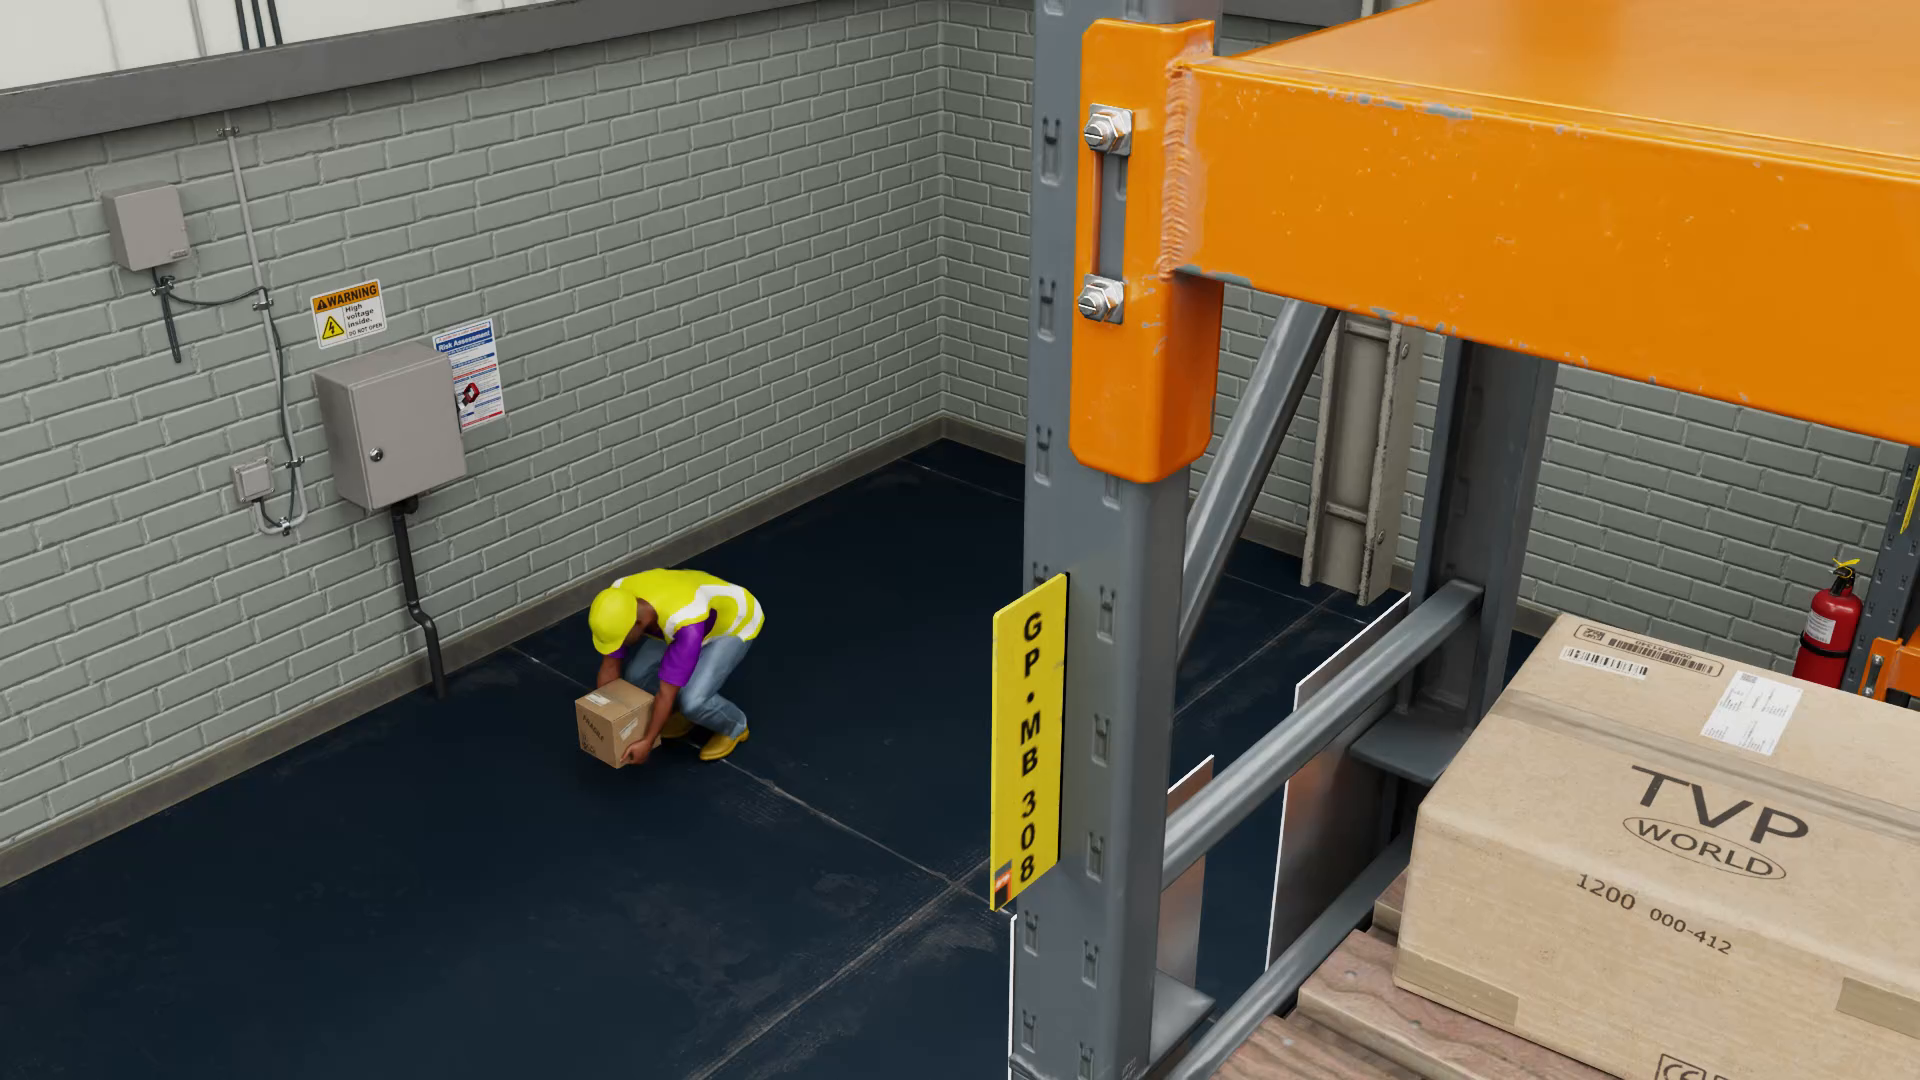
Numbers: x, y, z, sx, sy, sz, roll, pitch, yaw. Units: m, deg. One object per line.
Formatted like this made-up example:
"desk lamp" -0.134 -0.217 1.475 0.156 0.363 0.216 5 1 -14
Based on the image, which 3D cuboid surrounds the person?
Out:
"person" -1.259 0.529 7.399 0.534 1.009 0.916 20 33 33
